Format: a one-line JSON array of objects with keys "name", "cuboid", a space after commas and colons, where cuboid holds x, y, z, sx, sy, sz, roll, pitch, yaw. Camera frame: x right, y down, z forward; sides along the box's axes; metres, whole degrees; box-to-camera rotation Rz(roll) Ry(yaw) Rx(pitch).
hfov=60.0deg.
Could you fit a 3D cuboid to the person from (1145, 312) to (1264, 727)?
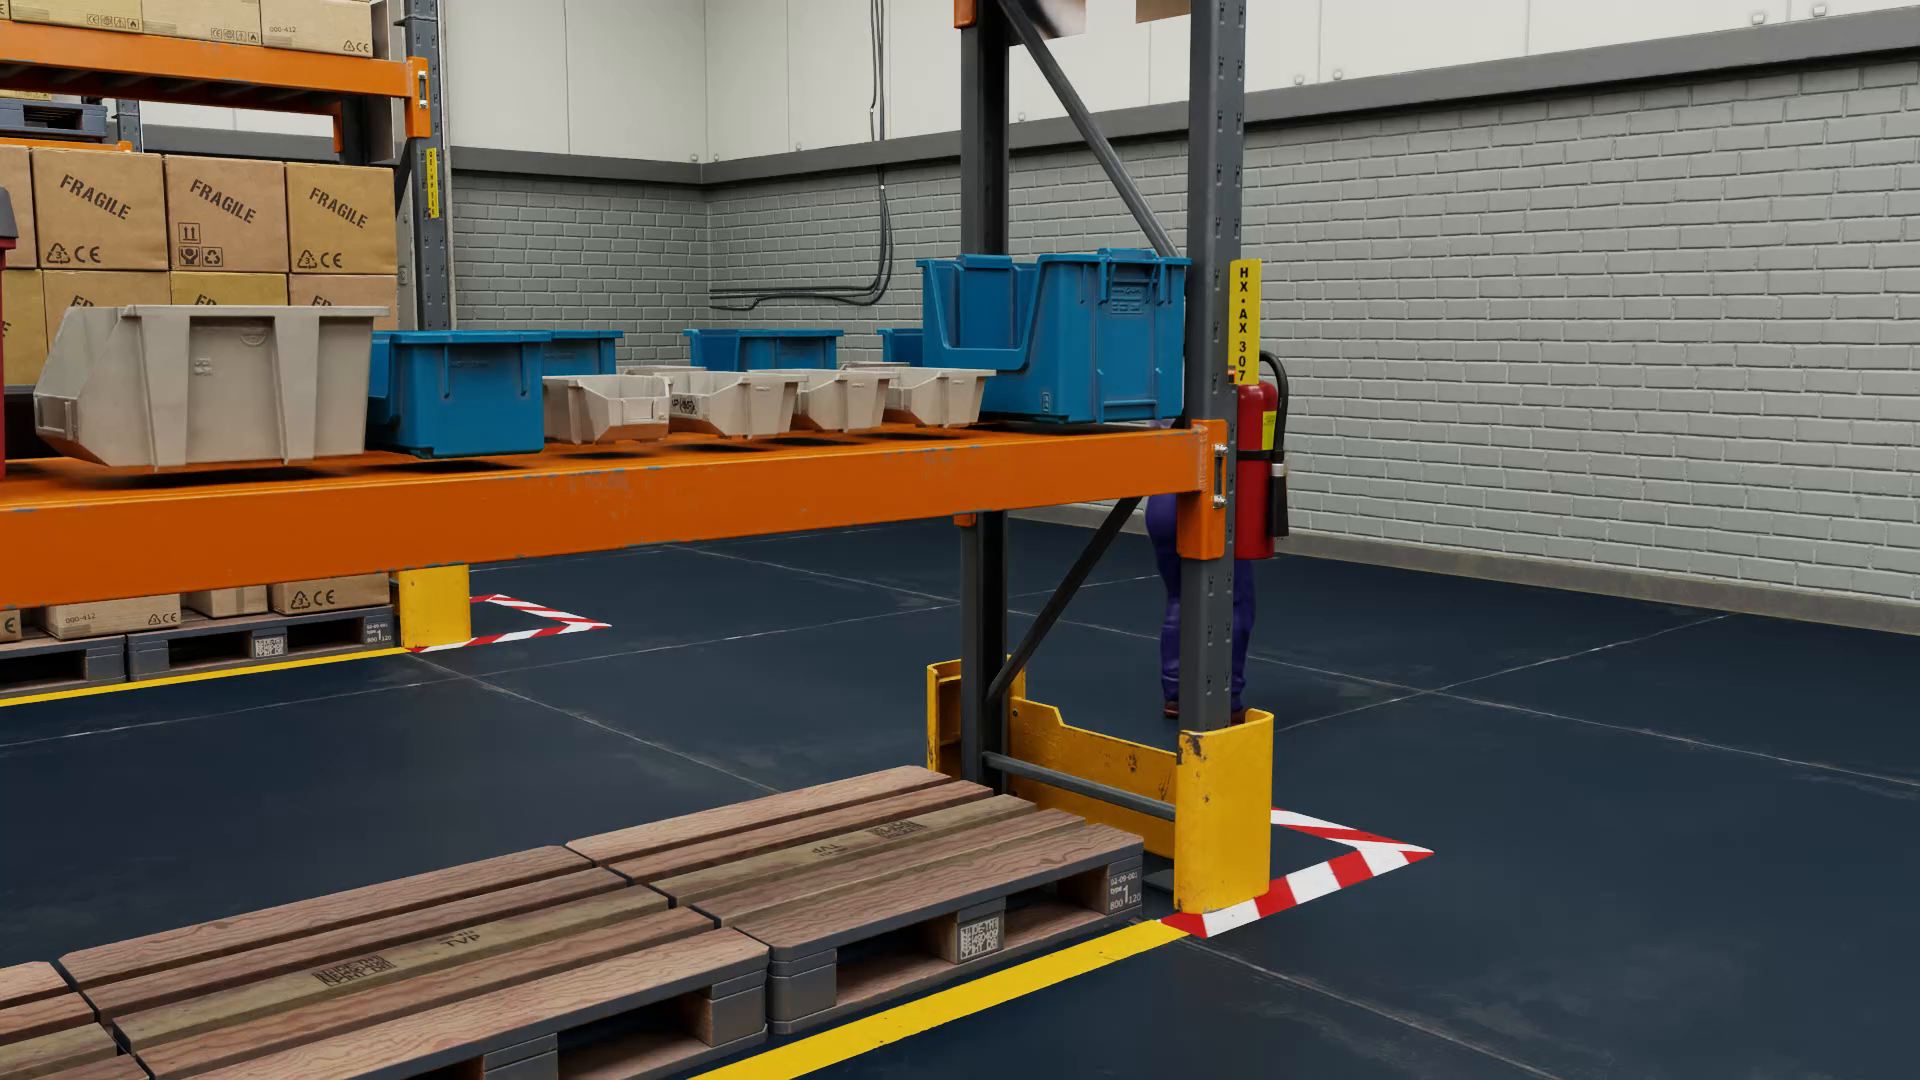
[{"name": "person", "cuboid": [0.980, -0.101, 6.565, 0.450, 1.656, 0.498, -7, 10, -42]}]
